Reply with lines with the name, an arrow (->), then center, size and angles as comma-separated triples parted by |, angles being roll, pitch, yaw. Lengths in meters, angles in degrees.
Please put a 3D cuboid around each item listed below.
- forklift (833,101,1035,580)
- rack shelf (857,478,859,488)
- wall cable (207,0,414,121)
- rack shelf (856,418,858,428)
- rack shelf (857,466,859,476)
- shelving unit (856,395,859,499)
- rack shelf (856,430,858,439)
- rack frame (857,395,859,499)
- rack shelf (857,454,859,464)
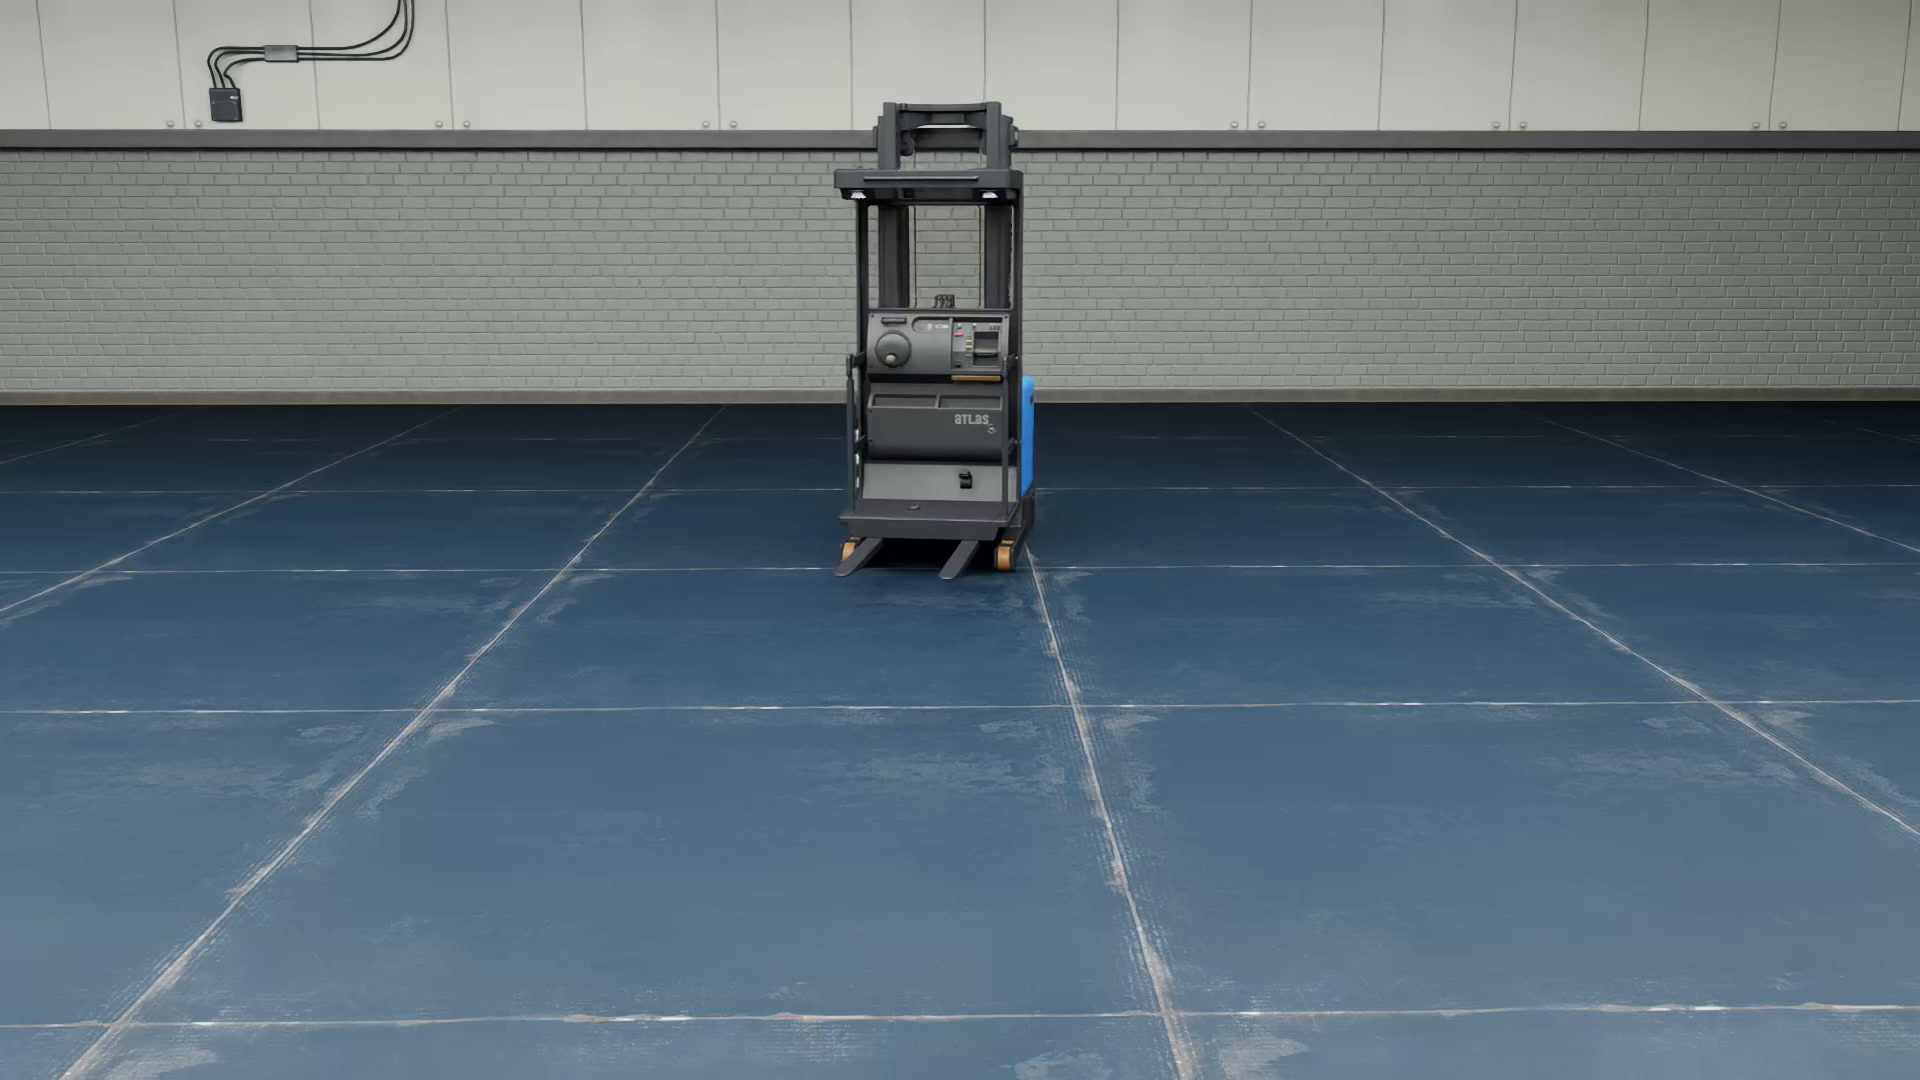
forklift -> -0.169, -1.308, 10.634 | 1.130, 2.935, 3.031 | 2, 12, 8
rack shelf -> -0.616, -0.422, 12.447 | 0.258, 0.077, 0.200 | -5, 13, -24
wall cable -> -7.215, -7.644, 18.050 | 2.305, 6.003, 0.169 | 0, 11, -1
rack shelf -> -0.616, -0.863, 12.358 | 0.258, 0.077, 0.200 | -5, 13, -24
rack shelf -> -0.616, -0.510, 12.429 | 0.258, 0.077, 0.200 | -5, 13, -24
shelving unit -> -0.616, -0.631, 12.405 | 0.258, 0.900, 0.210 | -5, 13, -24
rack shelf -> -0.616, -0.774, 12.376 | 0.258, 0.077, 0.200 | -5, 13, -24
rack frame -> -0.658, -0.649, 12.496 | 0.240, 0.900, 0.006 | -5, 13, -24
rack shelf -> -0.616, -0.598, 12.411 | 0.258, 0.077, 0.200 | -5, 13, -24
